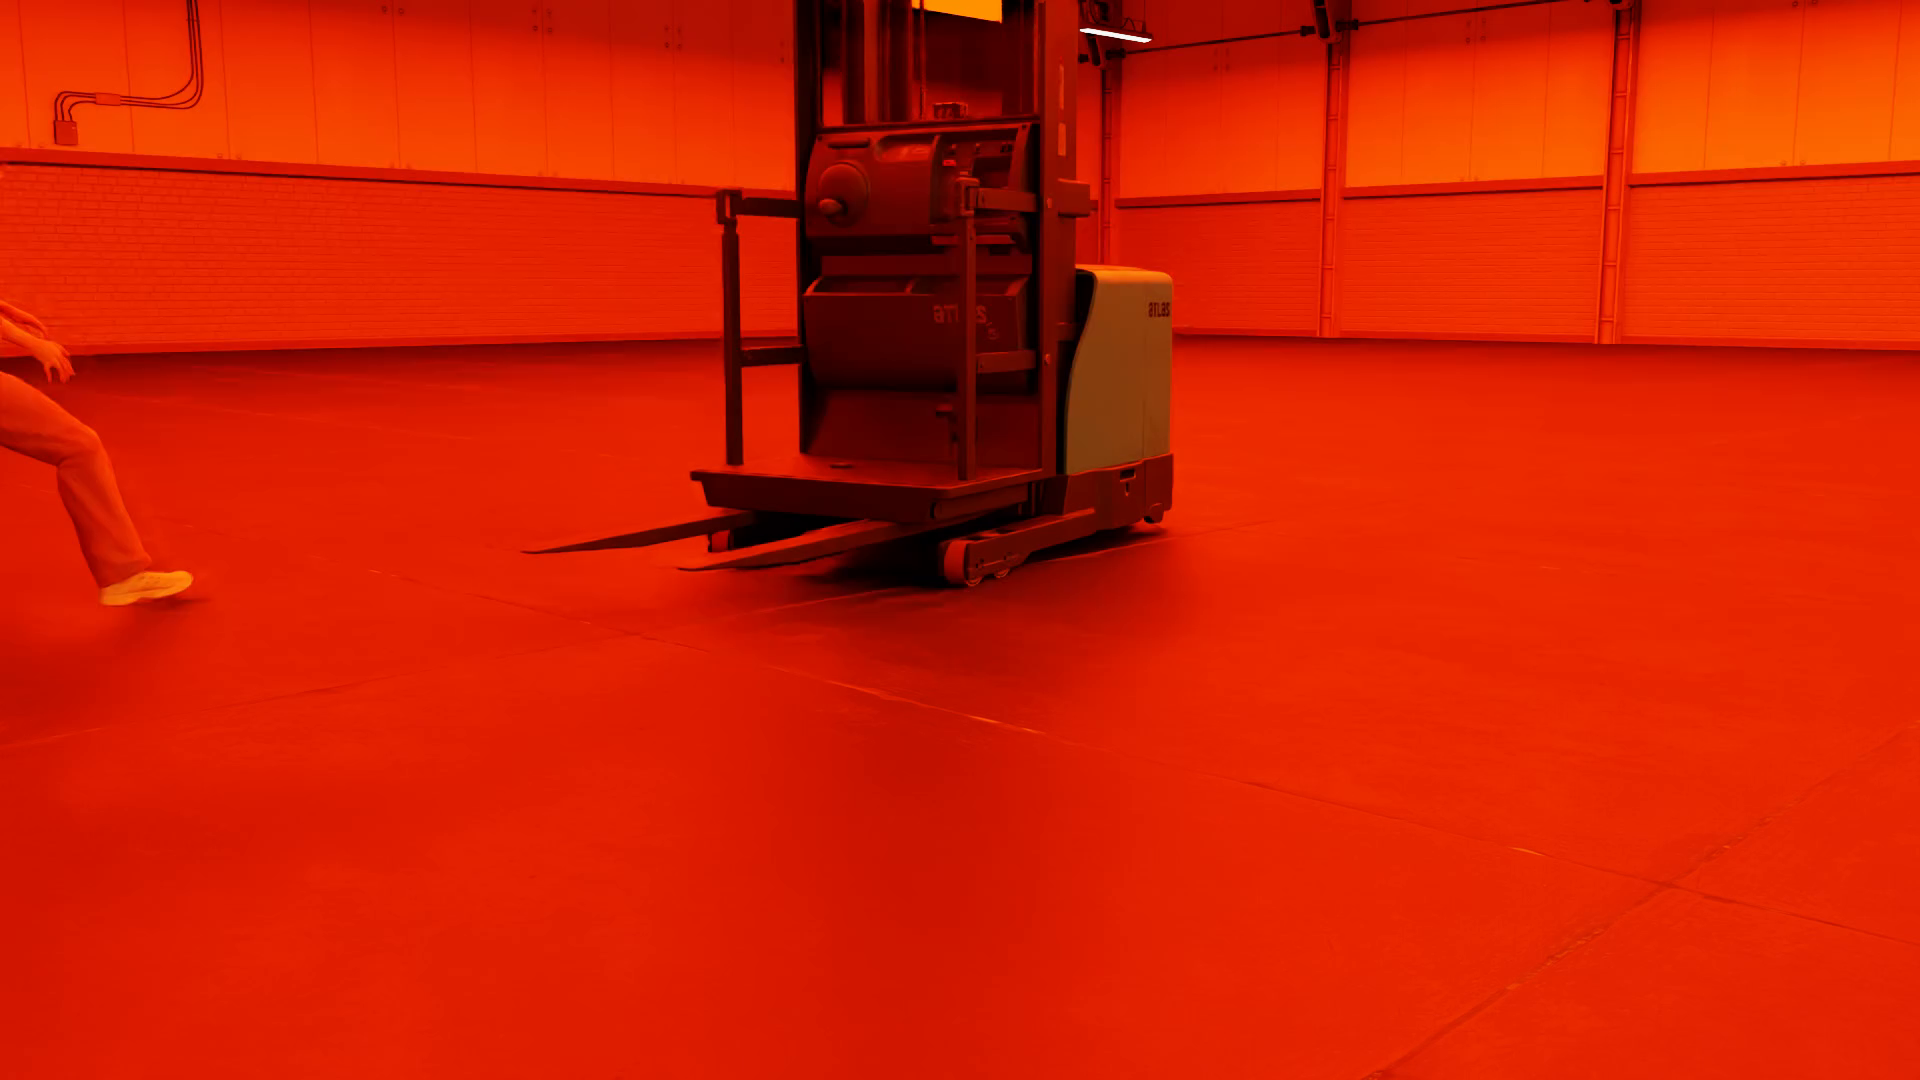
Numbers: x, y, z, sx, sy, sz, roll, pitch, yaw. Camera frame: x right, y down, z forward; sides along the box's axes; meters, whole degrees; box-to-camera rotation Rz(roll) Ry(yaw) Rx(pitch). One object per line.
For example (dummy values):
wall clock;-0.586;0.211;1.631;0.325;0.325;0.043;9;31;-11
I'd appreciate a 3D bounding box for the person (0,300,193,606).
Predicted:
person;-3.131;-0.539;5.389;0.953;1.518;1.027;-6;11;-36

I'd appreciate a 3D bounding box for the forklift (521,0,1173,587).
forklift;-0.270;-1.366;5.942;1.130;2.935;3.031;5;10;30
